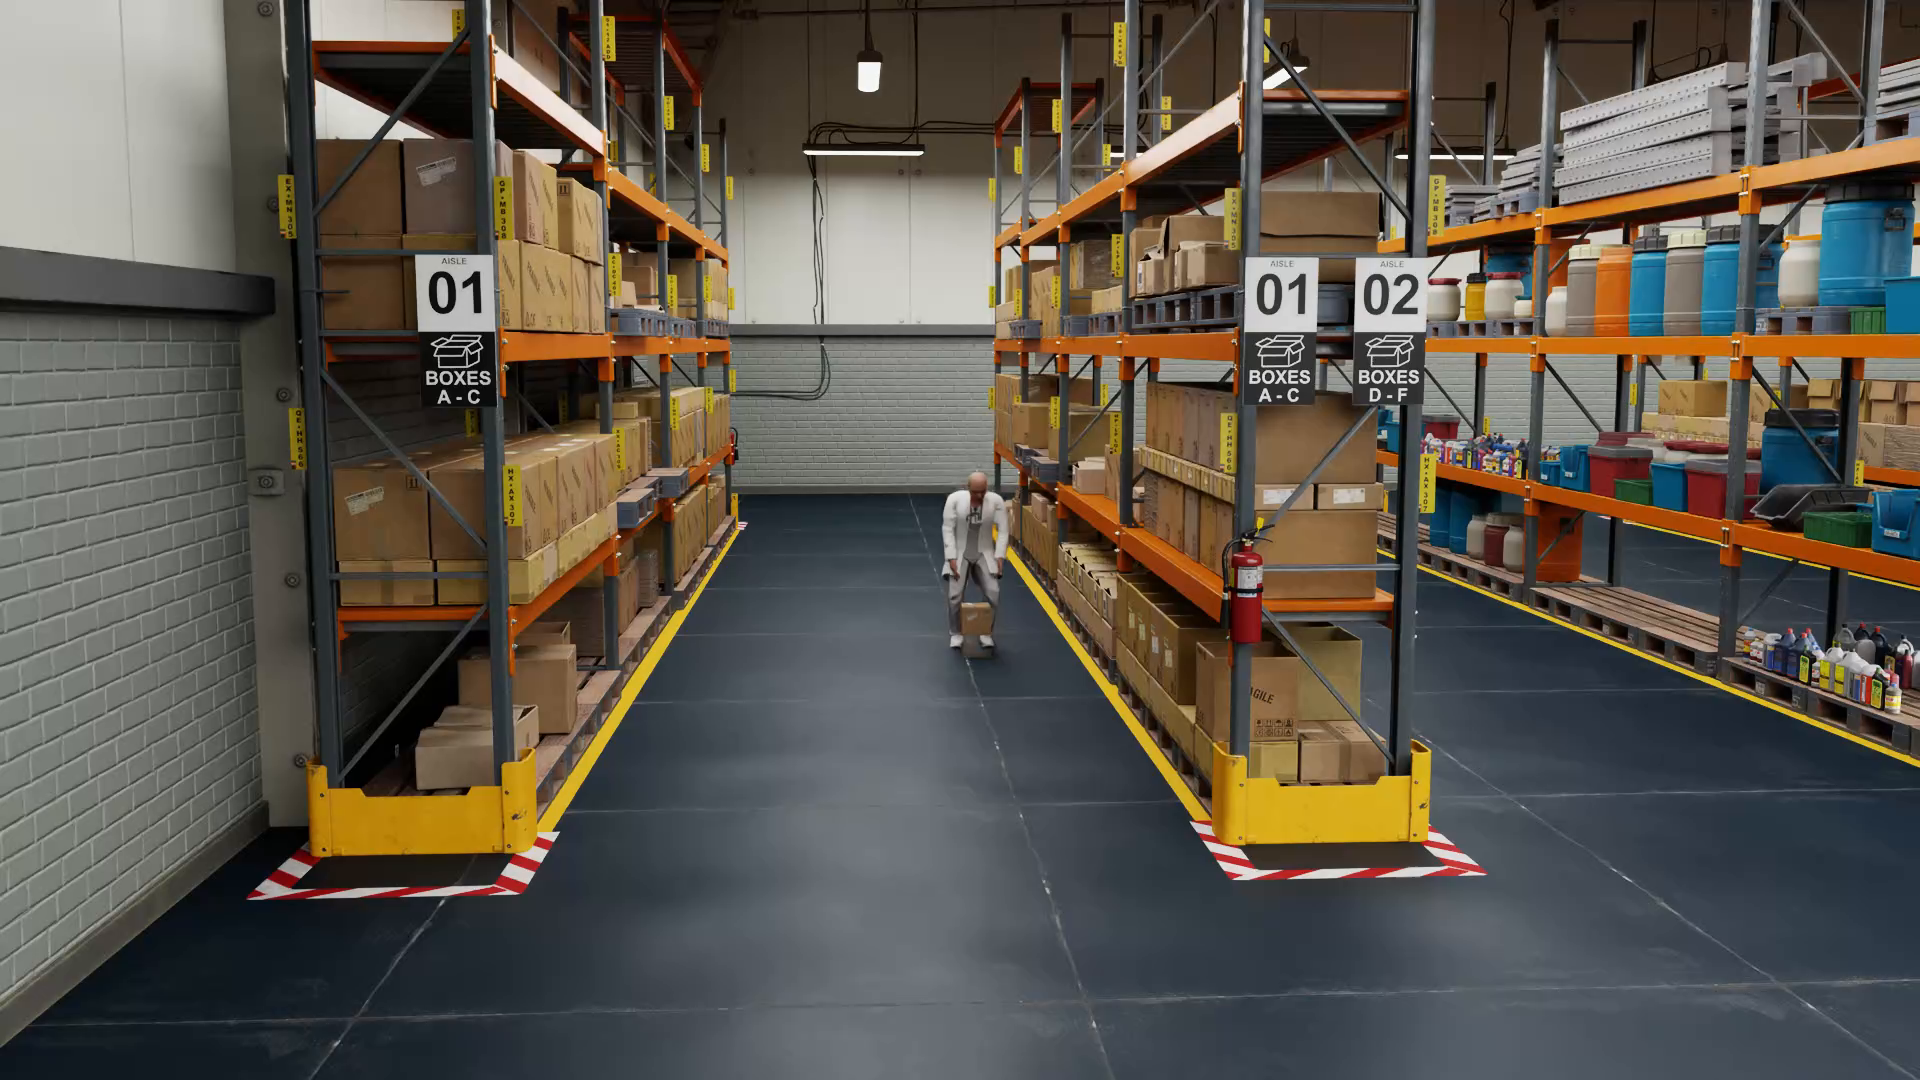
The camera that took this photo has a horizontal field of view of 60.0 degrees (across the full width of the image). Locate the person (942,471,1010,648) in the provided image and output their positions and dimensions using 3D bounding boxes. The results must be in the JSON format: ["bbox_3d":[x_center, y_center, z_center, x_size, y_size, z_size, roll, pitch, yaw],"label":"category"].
[{"bbox_3d":[0.139,0.167,15.129,0.620,1.612,0.564,0,7,-3],"label":"person"}]
